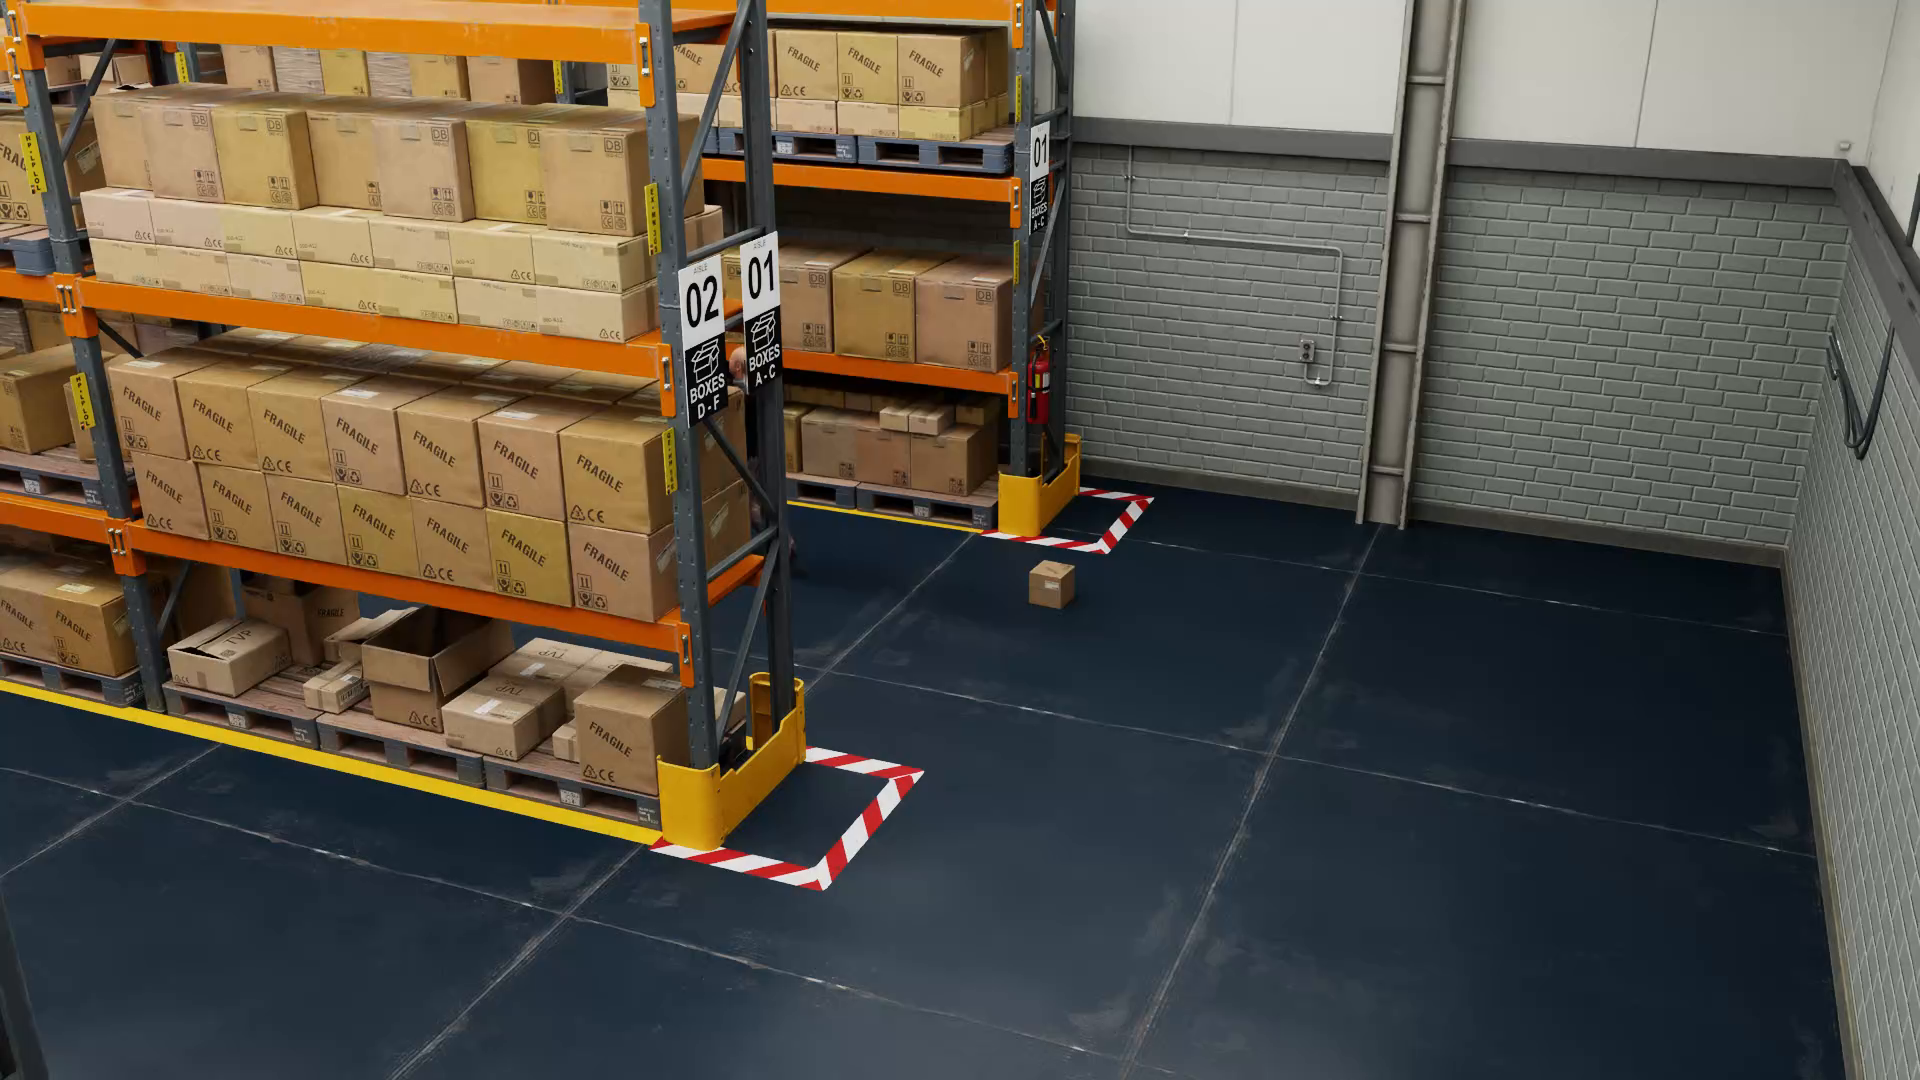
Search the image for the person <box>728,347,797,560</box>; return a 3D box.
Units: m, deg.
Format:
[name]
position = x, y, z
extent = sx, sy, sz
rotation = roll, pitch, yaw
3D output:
[person]
position = -1.640, -0.631, 12.521
extent = 0.998, 1.683, 0.561
rotation = 12, 25, 28
